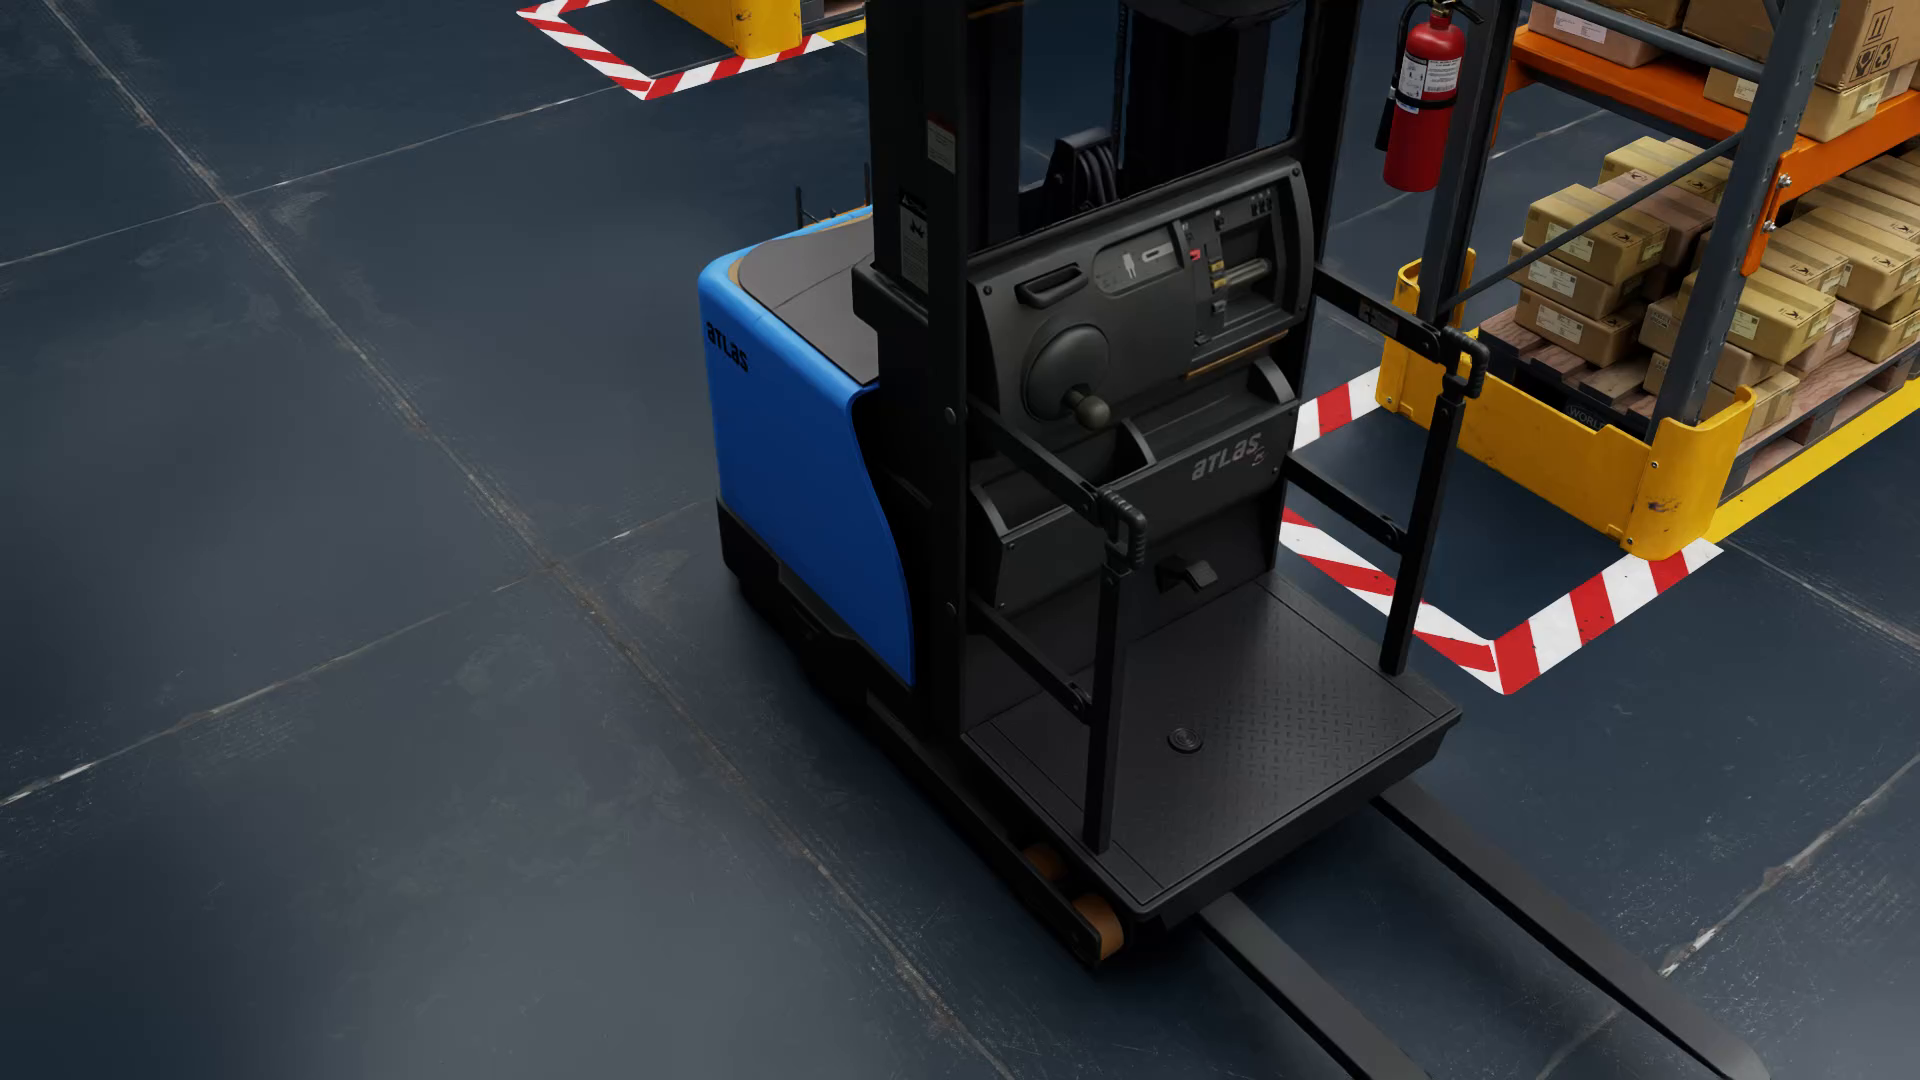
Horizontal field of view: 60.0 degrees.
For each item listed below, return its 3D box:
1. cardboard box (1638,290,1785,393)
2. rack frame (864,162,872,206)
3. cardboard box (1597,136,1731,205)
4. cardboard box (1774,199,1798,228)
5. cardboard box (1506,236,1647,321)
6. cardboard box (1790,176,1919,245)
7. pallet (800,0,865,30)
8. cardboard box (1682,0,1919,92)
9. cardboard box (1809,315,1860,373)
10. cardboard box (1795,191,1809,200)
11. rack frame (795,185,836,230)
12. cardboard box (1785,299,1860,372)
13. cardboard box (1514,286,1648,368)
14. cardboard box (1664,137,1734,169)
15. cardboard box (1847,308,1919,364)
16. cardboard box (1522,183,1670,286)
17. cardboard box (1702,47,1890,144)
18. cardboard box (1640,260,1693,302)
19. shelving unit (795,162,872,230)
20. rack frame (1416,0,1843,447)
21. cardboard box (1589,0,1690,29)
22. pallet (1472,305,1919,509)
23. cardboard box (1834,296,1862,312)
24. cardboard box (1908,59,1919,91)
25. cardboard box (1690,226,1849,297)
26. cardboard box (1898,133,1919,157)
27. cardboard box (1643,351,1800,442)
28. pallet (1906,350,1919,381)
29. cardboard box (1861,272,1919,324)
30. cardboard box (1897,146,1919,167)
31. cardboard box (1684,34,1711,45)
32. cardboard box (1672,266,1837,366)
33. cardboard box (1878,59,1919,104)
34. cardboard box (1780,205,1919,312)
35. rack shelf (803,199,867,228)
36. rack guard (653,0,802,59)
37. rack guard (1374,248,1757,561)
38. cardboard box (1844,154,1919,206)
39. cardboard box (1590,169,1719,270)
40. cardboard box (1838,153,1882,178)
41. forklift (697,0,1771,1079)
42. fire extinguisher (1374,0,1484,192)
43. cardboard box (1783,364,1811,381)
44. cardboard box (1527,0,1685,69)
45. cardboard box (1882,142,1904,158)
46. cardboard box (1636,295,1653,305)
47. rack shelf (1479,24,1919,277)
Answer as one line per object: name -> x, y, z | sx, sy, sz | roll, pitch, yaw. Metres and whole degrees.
cardboard box -> 2.439, -0.656, 5.366 | 0.250, 0.149, 0.380 | -24, 45, -26
rack frame -> -0.223, -0.672, 5.242 | 0.008, 1.050, 0.200 | -26, 46, -28
cardboard box -> 2.494, -1.262, 5.870 | 0.250, 0.149, 0.380 | -27, 46, -29
cardboard box -> 2.798, -1.184, 6.010 | 0.250, 0.149, 0.380 | -27, 46, -29
cardboard box -> 2.111, -0.930, 5.701 | 0.250, 0.149, 0.380 | -27, 47, -29
cardboard box -> 3.059, -1.066, 5.633 | 0.250, 0.149, 0.380 | -28, 47, -30
pallet -> -0.643, -3.128, 8.896 | 1.213, 0.211, 1.003 | -26, 46, -28
cardboard box -> 2.391, -1.595, 4.516 | 0.500, 0.500, 0.500 | -24, 45, -26
cardboard box -> 2.828, -0.751, 5.717 | 0.250, 0.149, 0.380 | -25, 46, -28
cardboard box -> 2.925, -1.338, 6.198 | 0.250, 0.149, 0.380 | -25, 46, -27
rack frame -> -0.418, -0.579, 5.128 | 0.008, 1.050, 0.200 | -26, 46, -28
cardboard box -> 2.690, -0.733, 5.461 | 0.250, 0.149, 0.380 | -26, 46, -28
cardboard box -> 2.157, -0.776, 5.747 | 0.250, 0.149, 0.380 | -25, 46, -27
cardboard box -> 2.738, -1.330, 5.954 | 0.250, 0.149, 0.380 | -28, 47, -30
cardboard box -> 3.097, -0.794, 5.770 | 0.250, 0.149, 0.380 | -25, 46, -28
cardboard box -> 2.132, -1.029, 5.587 | 0.250, 0.149, 0.380 | -25, 46, -28
cardboard box -> 2.323, -1.270, 4.632 | 0.250, 0.149, 0.380 | -26, 46, -28
cardboard box -> 2.352, -1.004, 5.791 | 0.250, 0.149, 0.380 | -27, 47, -29
shelving unit -> -0.321, -0.625, 5.185 | 0.252, 1.050, 0.215 | -26, 46, -28
rack frame -> 1.867, -1.407, 4.600 | 0.127, 3.000, 1.000 | -26, 46, -28
cardboard box -> 2.066, -1.864, 4.844 | 0.500, 0.500, 0.500 | -25, 46, -27
pallet -> 2.593, -0.655, 5.882 | 1.213, 0.211, 1.003 | -26, 46, -28
cardboard box -> 2.830, -0.872, 5.630 | 0.250, 0.149, 0.380 | -25, 46, -28
cardboard box -> 2.746, -1.467, 4.871 | 0.250, 0.149, 0.380 | -27, 47, -29
cardboard box -> 2.635, -0.896, 5.425 | 0.250, 0.149, 0.380 | -25, 46, -27
cardboard box -> 3.662, -1.393, 6.030 | 0.250, 0.149, 0.380 | -26, 46, -28
cardboard box -> 2.477, -0.509, 5.422 | 0.250, 0.149, 0.380 | -25, 46, -27
pallet -> 3.559, -1.123, 6.453 | 1.213, 0.211, 1.003 | -26, 46, -28
cardboard box -> 3.100, -0.917, 5.685 | 0.250, 0.149, 0.380 | -25, 45, -27
cardboard box -> 3.521, -1.248, 5.853 | 0.250, 0.149, 0.380 | -25, 46, -27
cardboard box -> 2.173, -1.655, 5.101 | 0.250, 0.149, 0.380 | -26, 46, -28
cardboard box -> 2.489, -0.729, 5.221 | 0.250, 0.149, 0.380 | -28, 47, -30
cardboard box -> 2.500, -1.390, 4.777 | 0.250, 0.149, 0.380 | -24, 45, -27
cardboard box -> 2.912, -0.929, 5.465 | 0.250, 0.149, 0.380 | -26, 46, -28
rack shelf -> -0.321, -0.837, 5.011 | 0.240, 0.259, 0.215 | -26, 46, -28
rack guard -> -1.249, -2.882, 8.369 | 0.348, 0.500, 1.175 | -26, 46, -28
rack guard -> 1.927, -0.470, 5.429 | 0.348, 0.500, 1.175 | -26, 46, -28
cardboard box -> 3.284, -1.169, 5.757 | 0.250, 0.149, 0.380 | -24, 45, -27
cardboard box -> 2.366, -1.098, 5.670 | 0.250, 0.149, 0.380 | -25, 46, -27
cardboard box -> 3.194, -1.508, 6.170 | 0.250, 0.149, 0.380 | -28, 47, -29
forklift -> 0.553, -0.473, 3.516 | 1.130, 2.935, 3.031 | -25, 46, -27
fire extinguisher -> 1.386, -1.368, 4.907 | 0.183, 0.674, 0.296 | -26, 46, -28
cardboard box -> 2.635, -0.651, 5.595 | 0.250, 0.149, 0.380 | -26, 46, -28
cardboard box -> 1.953, -1.578, 5.007 | 0.250, 0.149, 0.380 | -26, 46, -28
cardboard box -> 3.552, -1.631, 6.555 | 0.250, 0.149, 0.380 | -26, 46, -28
cardboard box -> 2.299, -0.926, 5.930 | 0.250, 0.149, 0.380 | -25, 45, -27
rack shelf -> 3.453, -1.902, 5.771 | 4.000, 0.370, 1.077 | -26, 46, -28
